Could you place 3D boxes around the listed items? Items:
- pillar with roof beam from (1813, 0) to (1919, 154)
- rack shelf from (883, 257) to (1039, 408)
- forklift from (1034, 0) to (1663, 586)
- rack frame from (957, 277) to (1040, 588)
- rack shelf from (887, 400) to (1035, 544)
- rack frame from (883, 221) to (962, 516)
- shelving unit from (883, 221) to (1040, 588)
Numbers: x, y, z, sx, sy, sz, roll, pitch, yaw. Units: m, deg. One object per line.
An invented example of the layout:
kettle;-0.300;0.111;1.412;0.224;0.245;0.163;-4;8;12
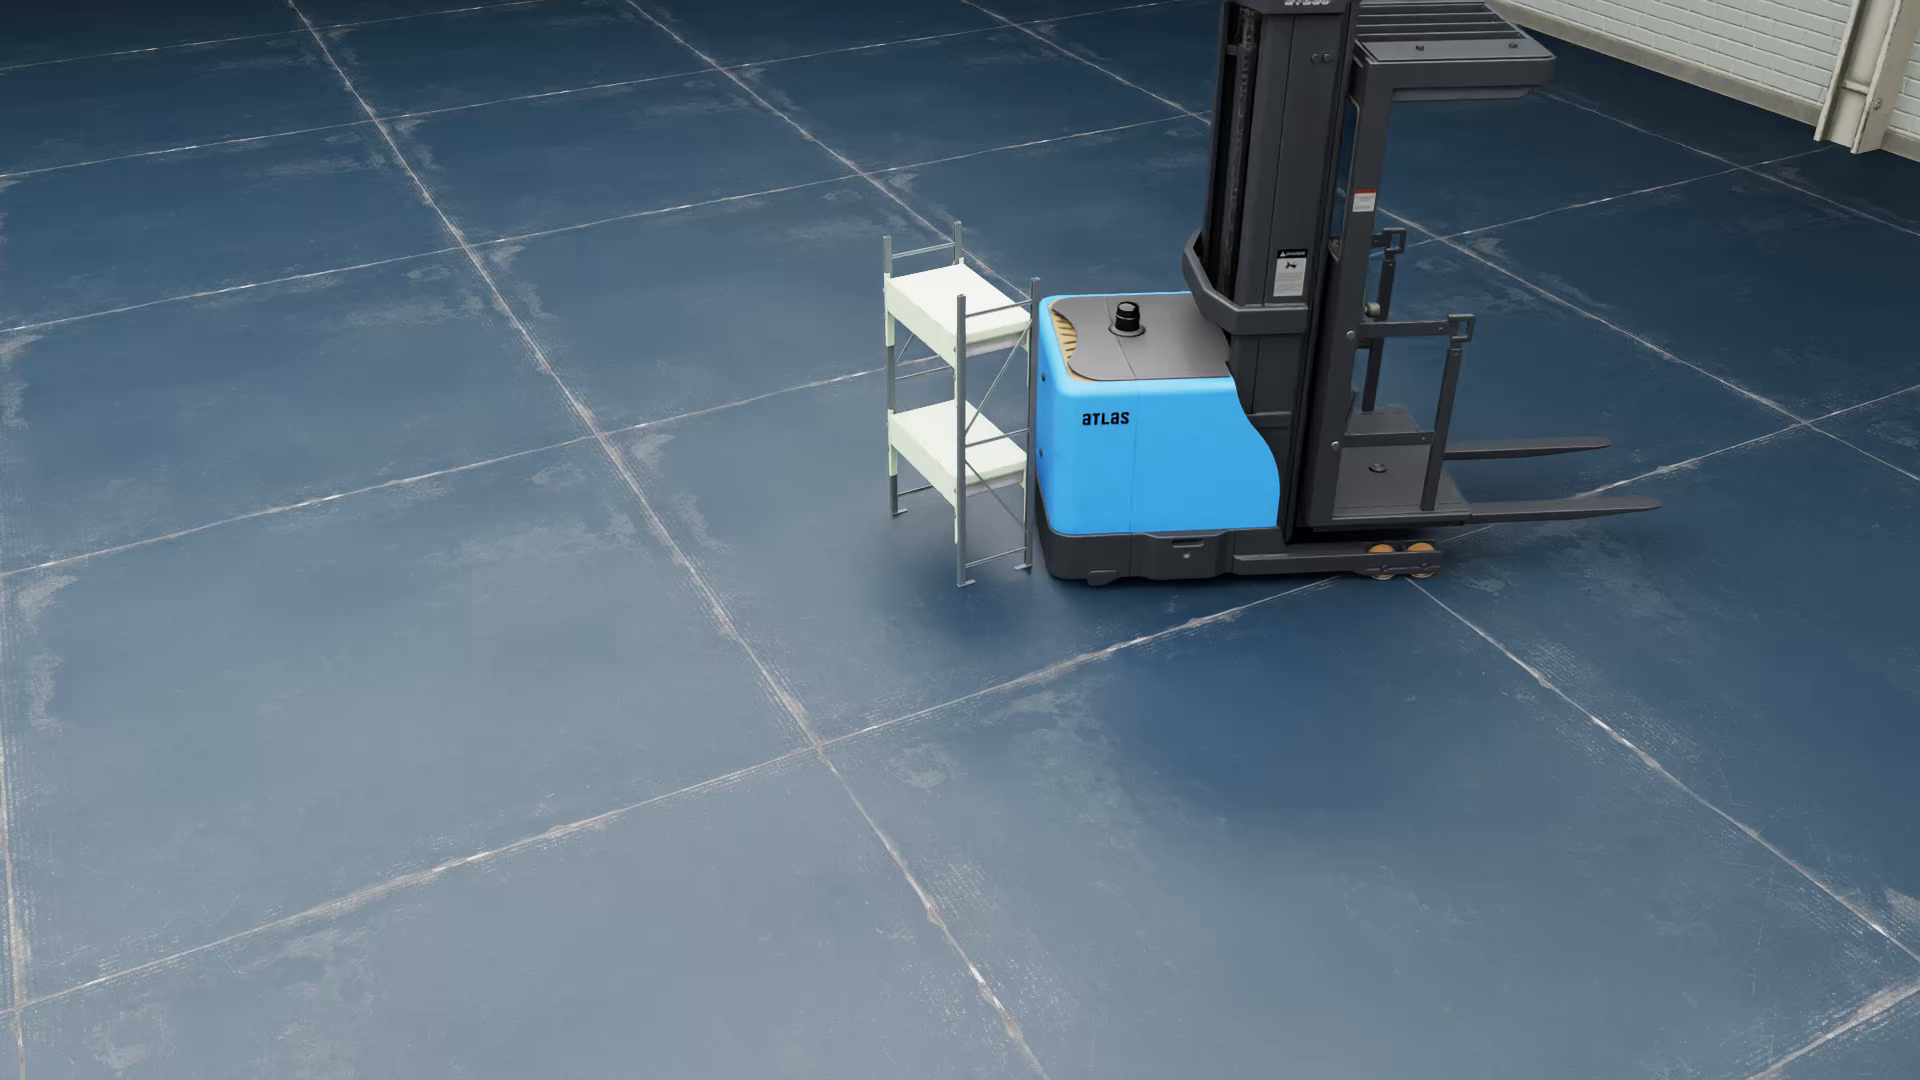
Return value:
pillar with roof beam;3.206;-5.842;9.027;9.100;9.000;0.400;-16;36;-23
rack shelf;-0.003;-0.963;7.640;0.431;0.370;0.720;-16;36;-23
forklift;1.889;-1.328;7.606;3.031;2.935;1.130;-2;33;-4
rack frame;0.168;-0.460;7.578;0.400;1.500;0.023;-16;36;-23
rack shelf;-0.003;-0.360;8.026;0.431;0.370;0.720;-16;36;-23
rack frame;-0.174;-0.809;8.123;0.400;1.500;0.023;-16;36;-23
shelving unit;-0.003;-0.635;7.850;0.431;1.500;0.755;-16;36;-23
